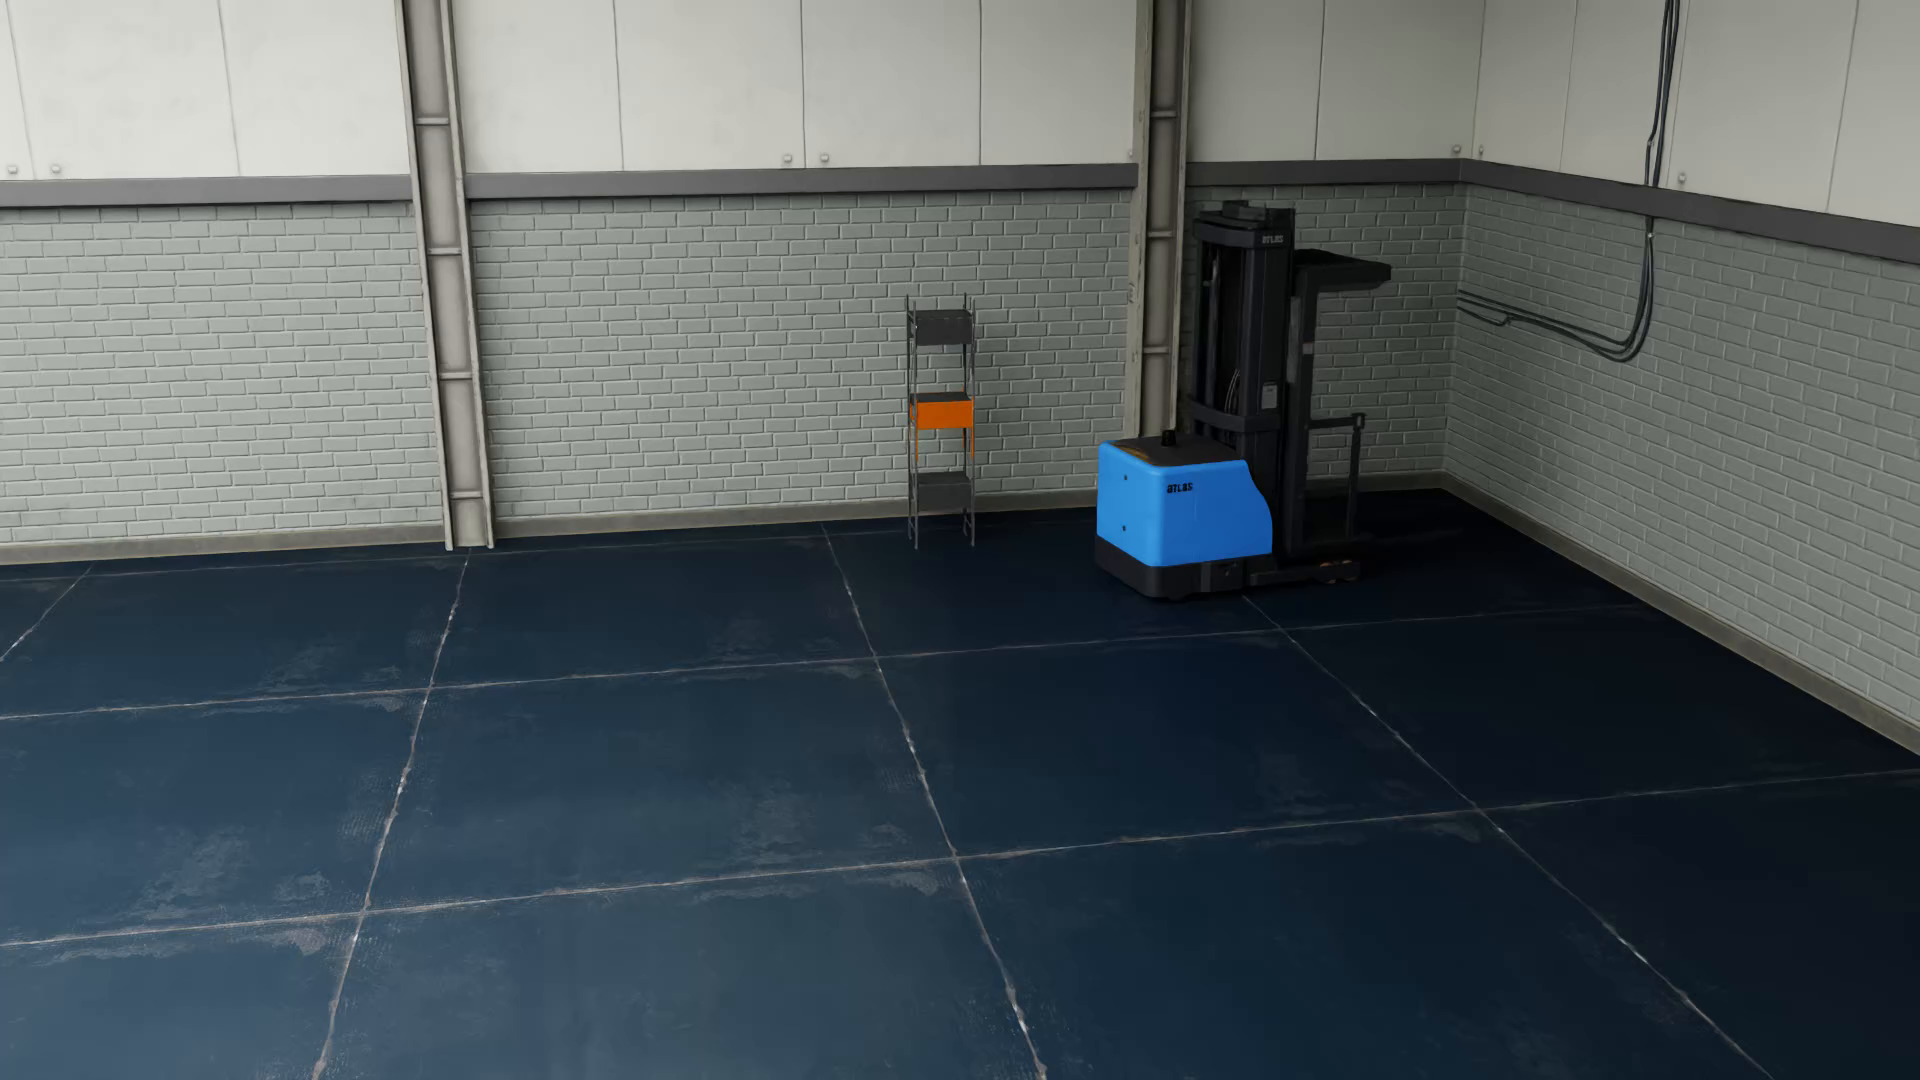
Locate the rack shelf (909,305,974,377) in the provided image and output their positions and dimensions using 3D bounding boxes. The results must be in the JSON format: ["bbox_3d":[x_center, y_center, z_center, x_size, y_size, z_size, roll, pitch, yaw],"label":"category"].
[{"bbox_3d":[-0.162,-1.651,13.772,0.480,0.518,0.431,-3,17,-10],"label":"rack shelf"}]

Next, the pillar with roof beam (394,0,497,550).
[{"bbox_3d":[-3.353,-3.028,8.845,0.400,9.000,9.100,-3,17,-10],"label":"pillar with roof beam"}]

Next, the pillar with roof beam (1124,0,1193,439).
[{"bbox_3d":[2.538,-3.363,9.933,0.400,9.000,9.100,-3,17,-10],"label":"pillar with roof beam"}]

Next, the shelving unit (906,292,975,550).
[{"bbox_3d":[-0.162,-0.995,13.973,0.503,2.100,0.431,-3,17,-10],"label":"shelving unit"}]

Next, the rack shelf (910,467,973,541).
[{"bbox_3d":[-0.163,-0.312,14.183,0.480,0.518,0.431,-3,17,-10],"label":"rack shelf"}]

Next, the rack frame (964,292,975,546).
[{"bbox_3d":[0.077,-1.008,14.018,0.015,2.100,0.400,-3,17,-10],"label":"rack frame"}]

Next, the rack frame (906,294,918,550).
[{"bbox_3d":[-0.402,-0.981,13.929,0.015,2.100,0.400,-3,17,-10],"label":"rack frame"}]

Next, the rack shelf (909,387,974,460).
[{"bbox_3d":[-0.162,-0.981,13.977,0.480,0.518,0.431,-3,17,-10],"label":"rack shelf"}]

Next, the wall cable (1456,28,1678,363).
[{"bbox_3d":[4.864,-2.902,13.722,0.112,2.526,3.097,-3,17,-10],"label":"wall cable"}]

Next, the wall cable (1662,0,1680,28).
[{"bbox_3d":[5.378,-4.536,10.442,0.112,2.526,3.097,-3,17,-10],"label":"wall cable"}]

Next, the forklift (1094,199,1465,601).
[{"bbox_3d":[2.657,-1.189,13.192,3.031,2.935,1.130,-7,18,-20],"label":"forklift"}]
